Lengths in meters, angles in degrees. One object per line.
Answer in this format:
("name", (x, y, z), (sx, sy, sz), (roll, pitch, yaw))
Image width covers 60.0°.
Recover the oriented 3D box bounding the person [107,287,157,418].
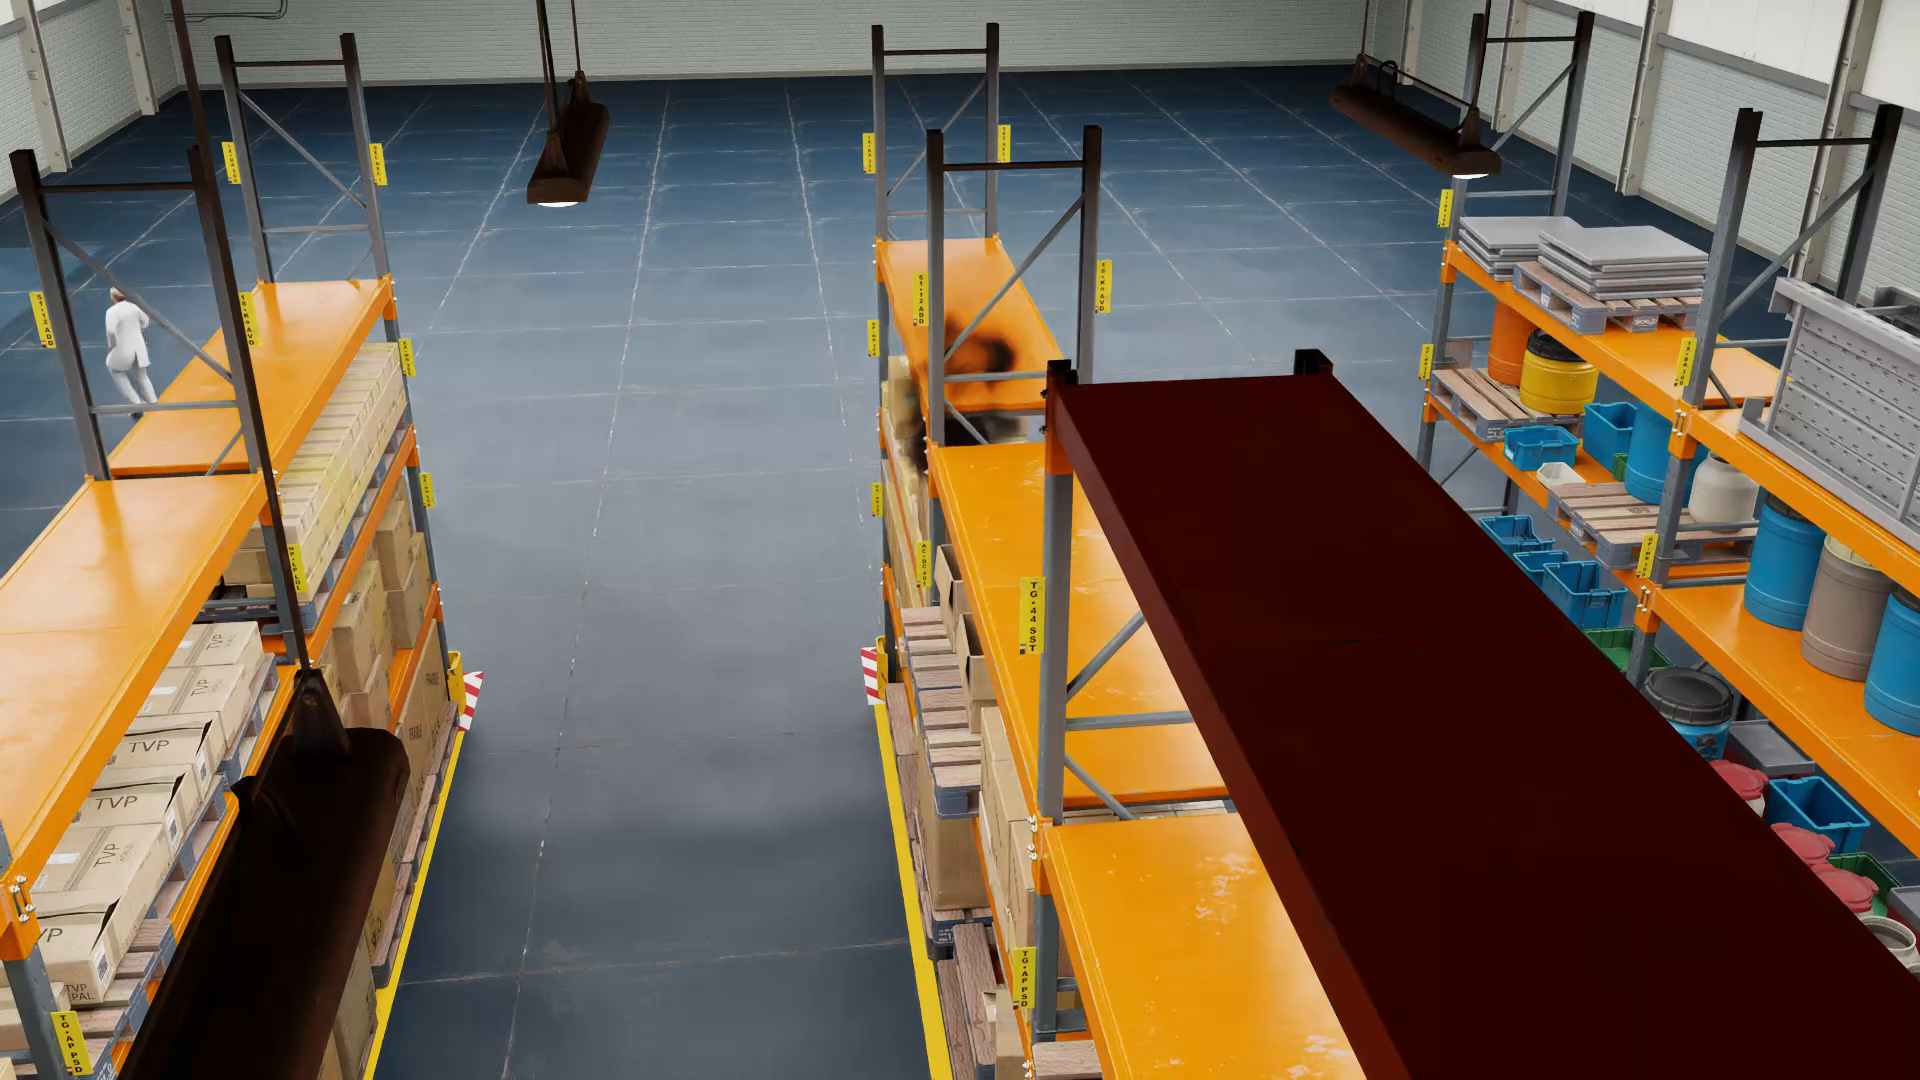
("person", (-10.804, -2.440, 21.590), (0.755, 1.814, 0.650), (17, 30, 32))
